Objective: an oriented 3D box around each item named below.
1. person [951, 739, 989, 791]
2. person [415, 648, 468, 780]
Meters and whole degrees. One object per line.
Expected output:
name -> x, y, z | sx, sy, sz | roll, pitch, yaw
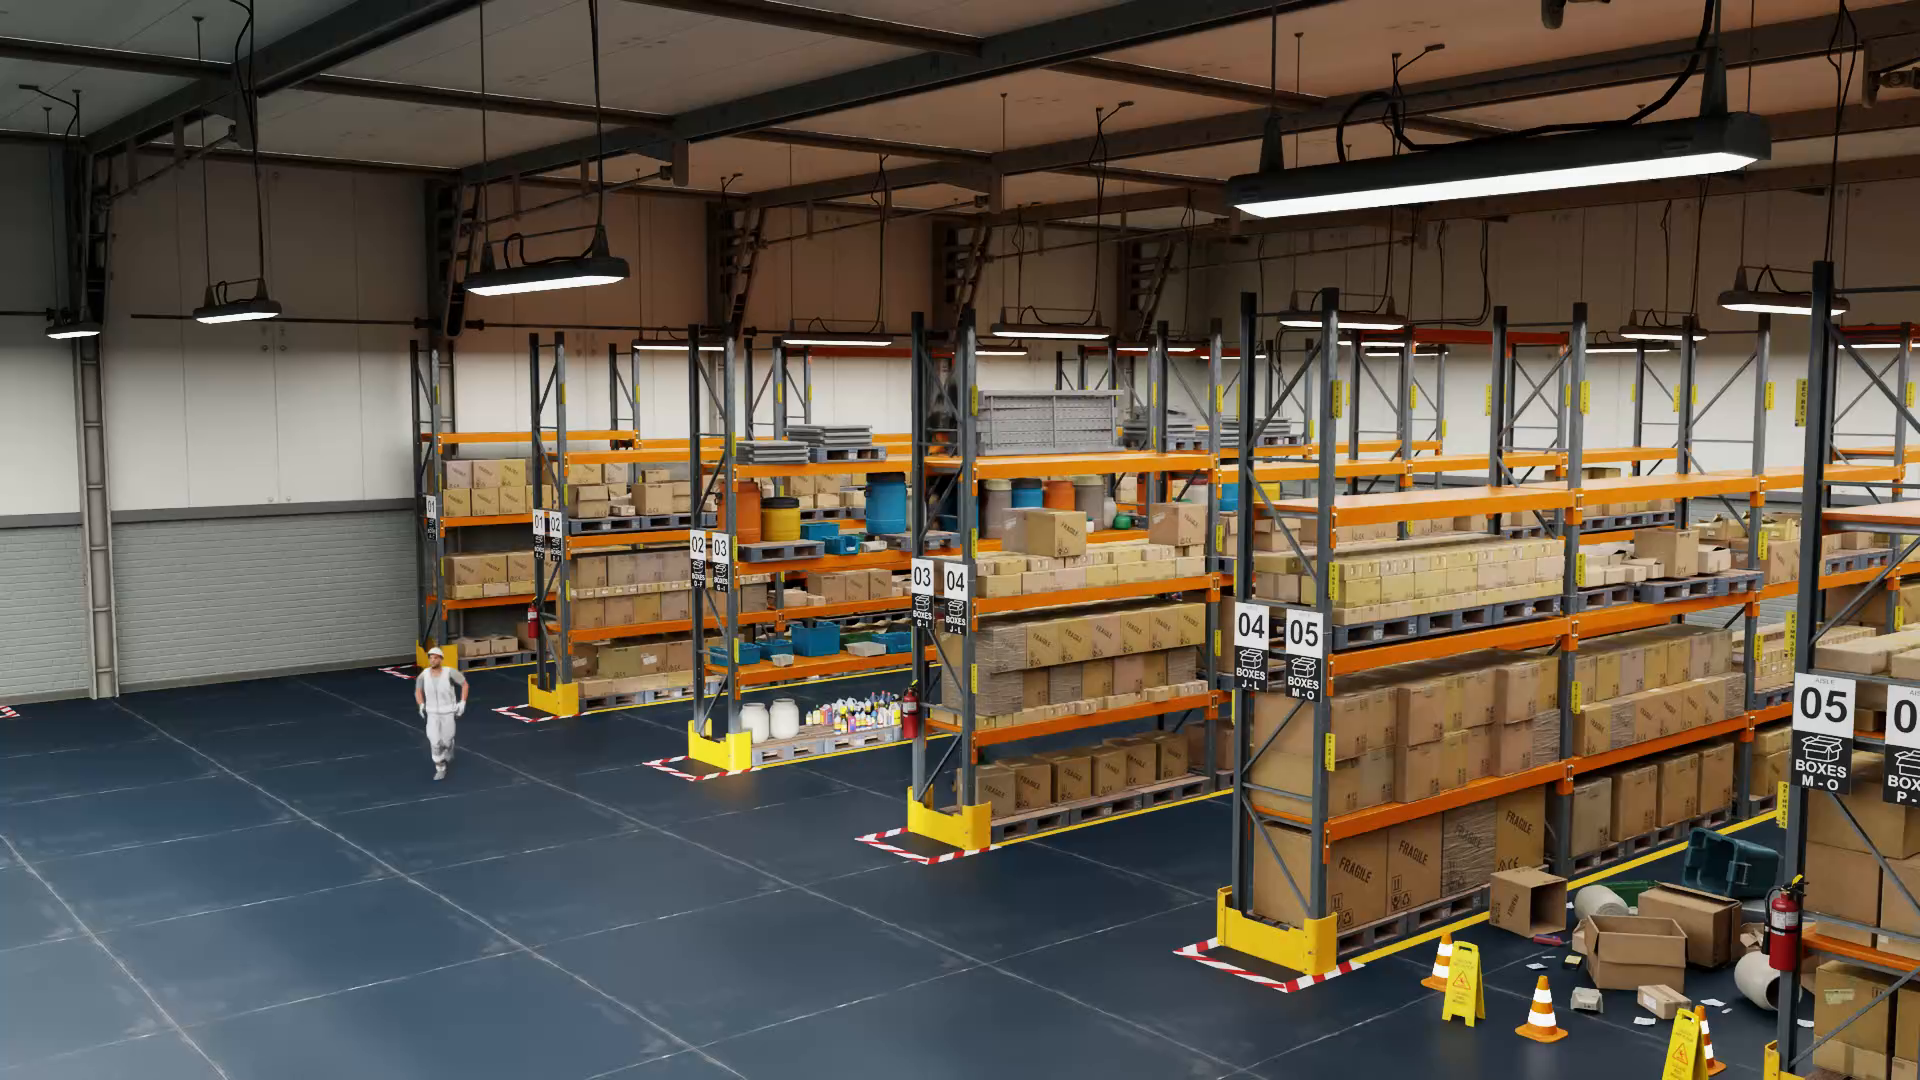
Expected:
person -> 0.116, 2.270, 21.540 | 0.835, 1.845, 0.661 | -5, 7, -44
person -> -6.843, 2.277, 21.940 | 0.677, 1.750, 0.669 | 0, 5, -4
